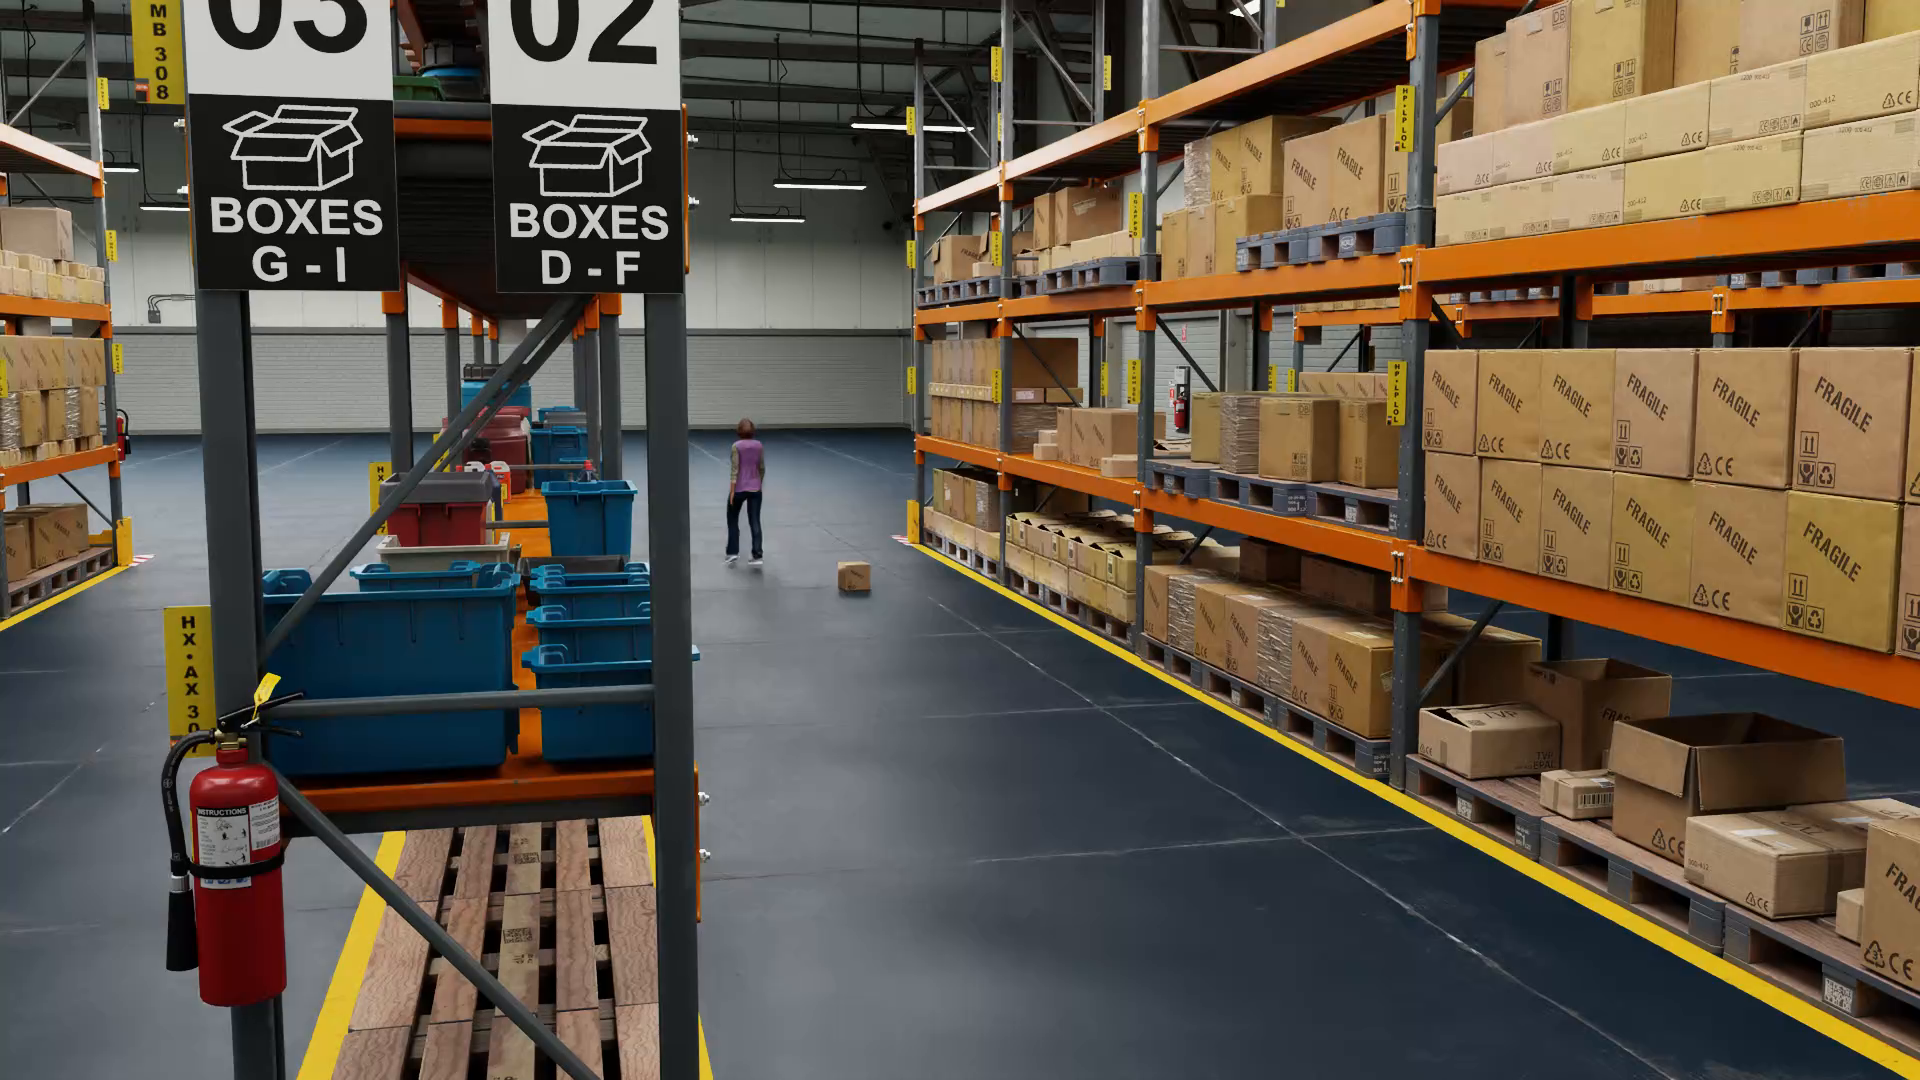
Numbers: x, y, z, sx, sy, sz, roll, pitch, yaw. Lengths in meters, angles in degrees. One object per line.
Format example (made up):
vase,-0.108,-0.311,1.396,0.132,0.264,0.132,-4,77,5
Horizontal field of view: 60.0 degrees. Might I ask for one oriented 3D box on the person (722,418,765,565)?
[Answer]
person,-2.328,-0.505,17.967,0.451,1.624,0.680,-3,7,-28
